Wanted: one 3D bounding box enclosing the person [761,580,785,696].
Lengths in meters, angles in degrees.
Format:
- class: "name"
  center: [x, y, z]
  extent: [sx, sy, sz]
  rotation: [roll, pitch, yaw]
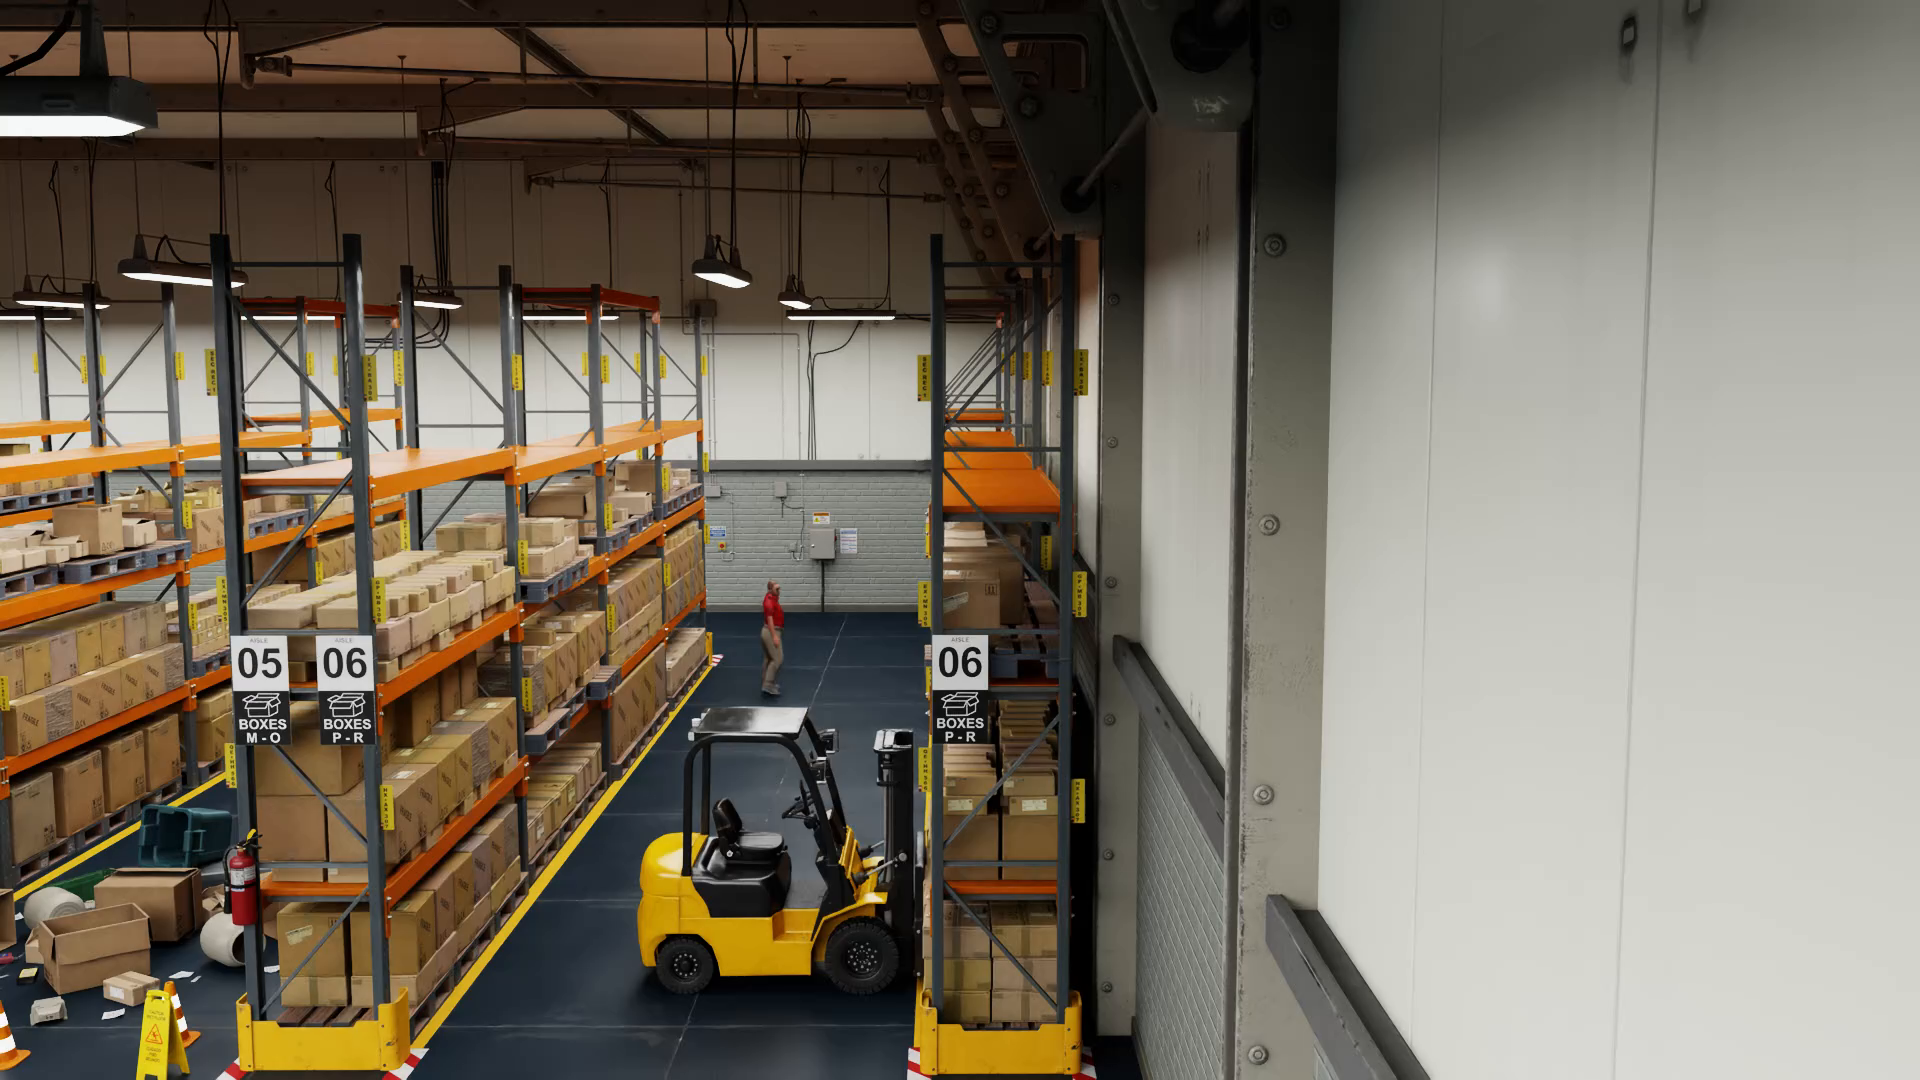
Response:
- class: "person"
  center: [-2.870, 1.494, 25.485]
  extent: [0.374, 1.754, 0.621]
  rotation: [-1, 6, -7]
